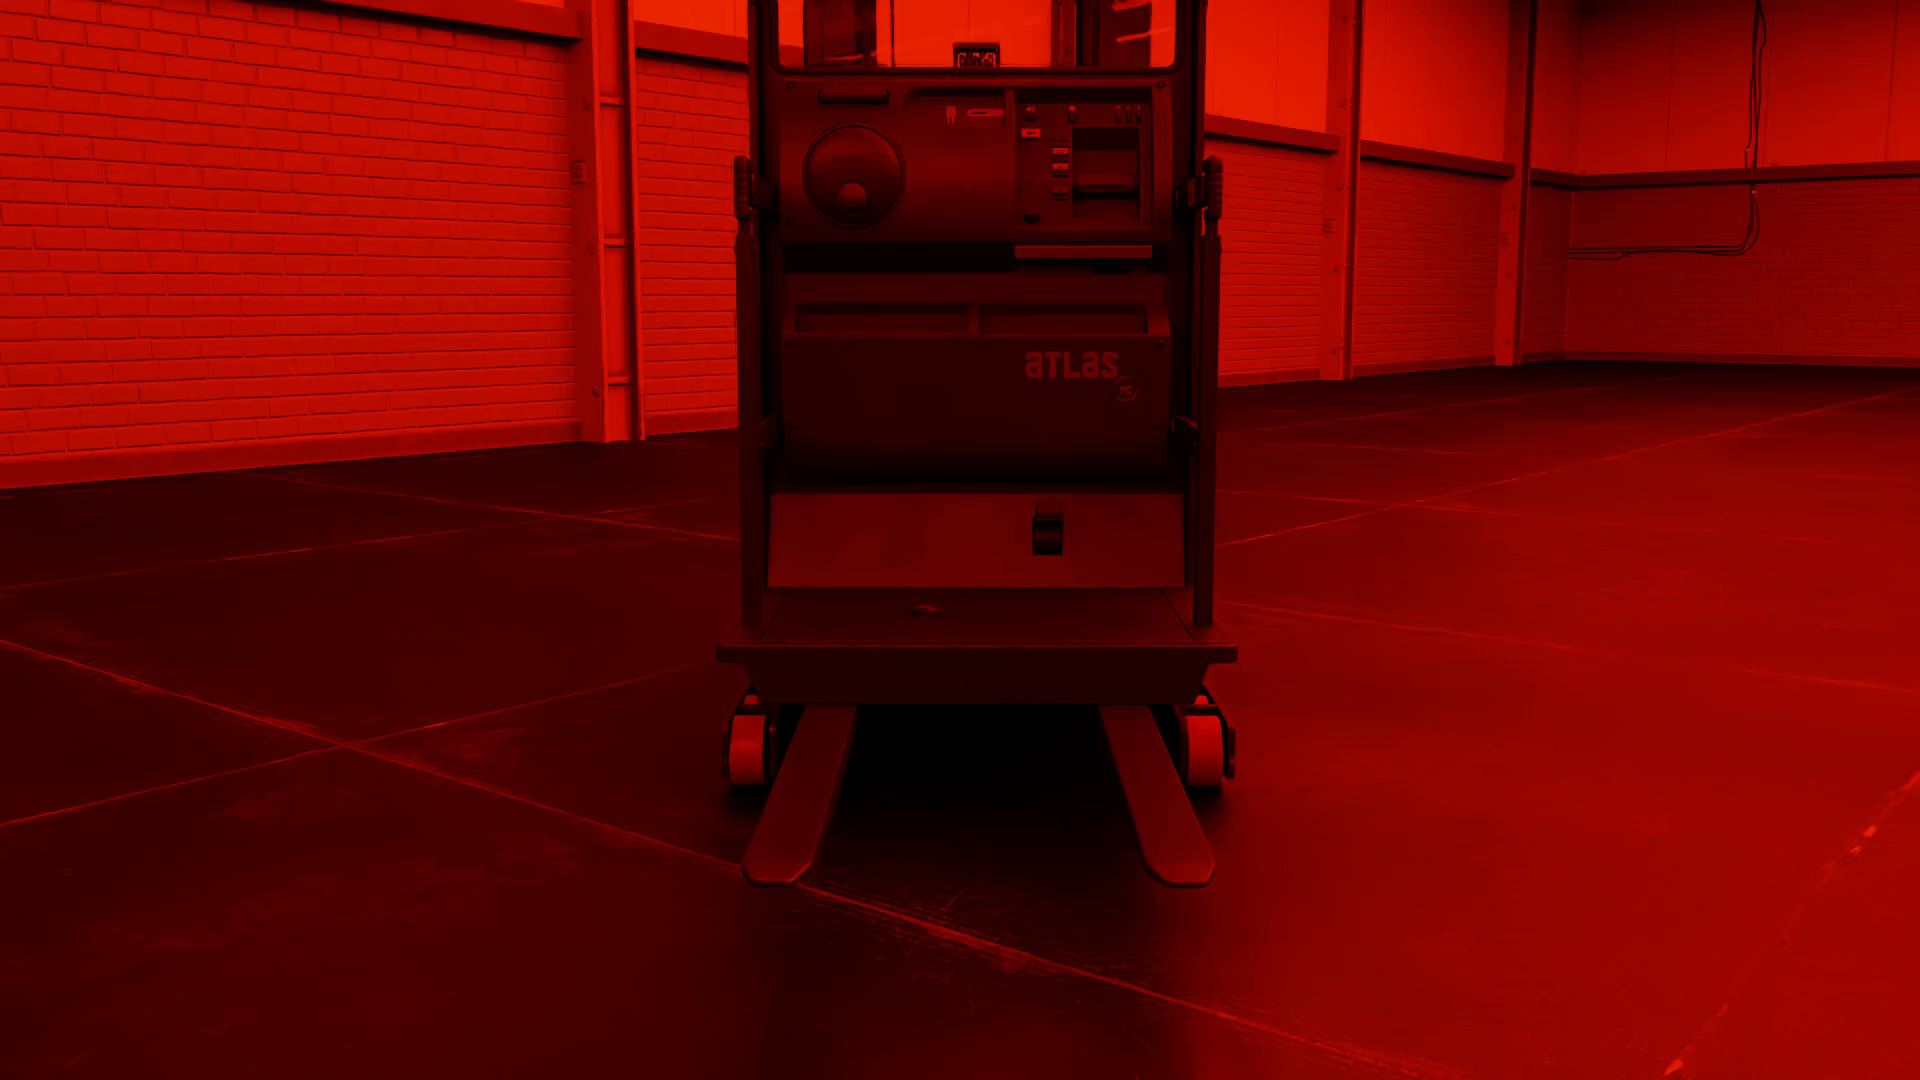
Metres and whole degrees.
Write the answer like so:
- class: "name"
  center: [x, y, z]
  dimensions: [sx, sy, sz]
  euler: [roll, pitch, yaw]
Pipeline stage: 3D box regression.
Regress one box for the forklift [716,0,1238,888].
- class: "forklift"
  center: [0.039, -0.947, 3.752]
  dimensions: [1.130, 2.935, 3.031]
  euler: [0, 8, 0]
